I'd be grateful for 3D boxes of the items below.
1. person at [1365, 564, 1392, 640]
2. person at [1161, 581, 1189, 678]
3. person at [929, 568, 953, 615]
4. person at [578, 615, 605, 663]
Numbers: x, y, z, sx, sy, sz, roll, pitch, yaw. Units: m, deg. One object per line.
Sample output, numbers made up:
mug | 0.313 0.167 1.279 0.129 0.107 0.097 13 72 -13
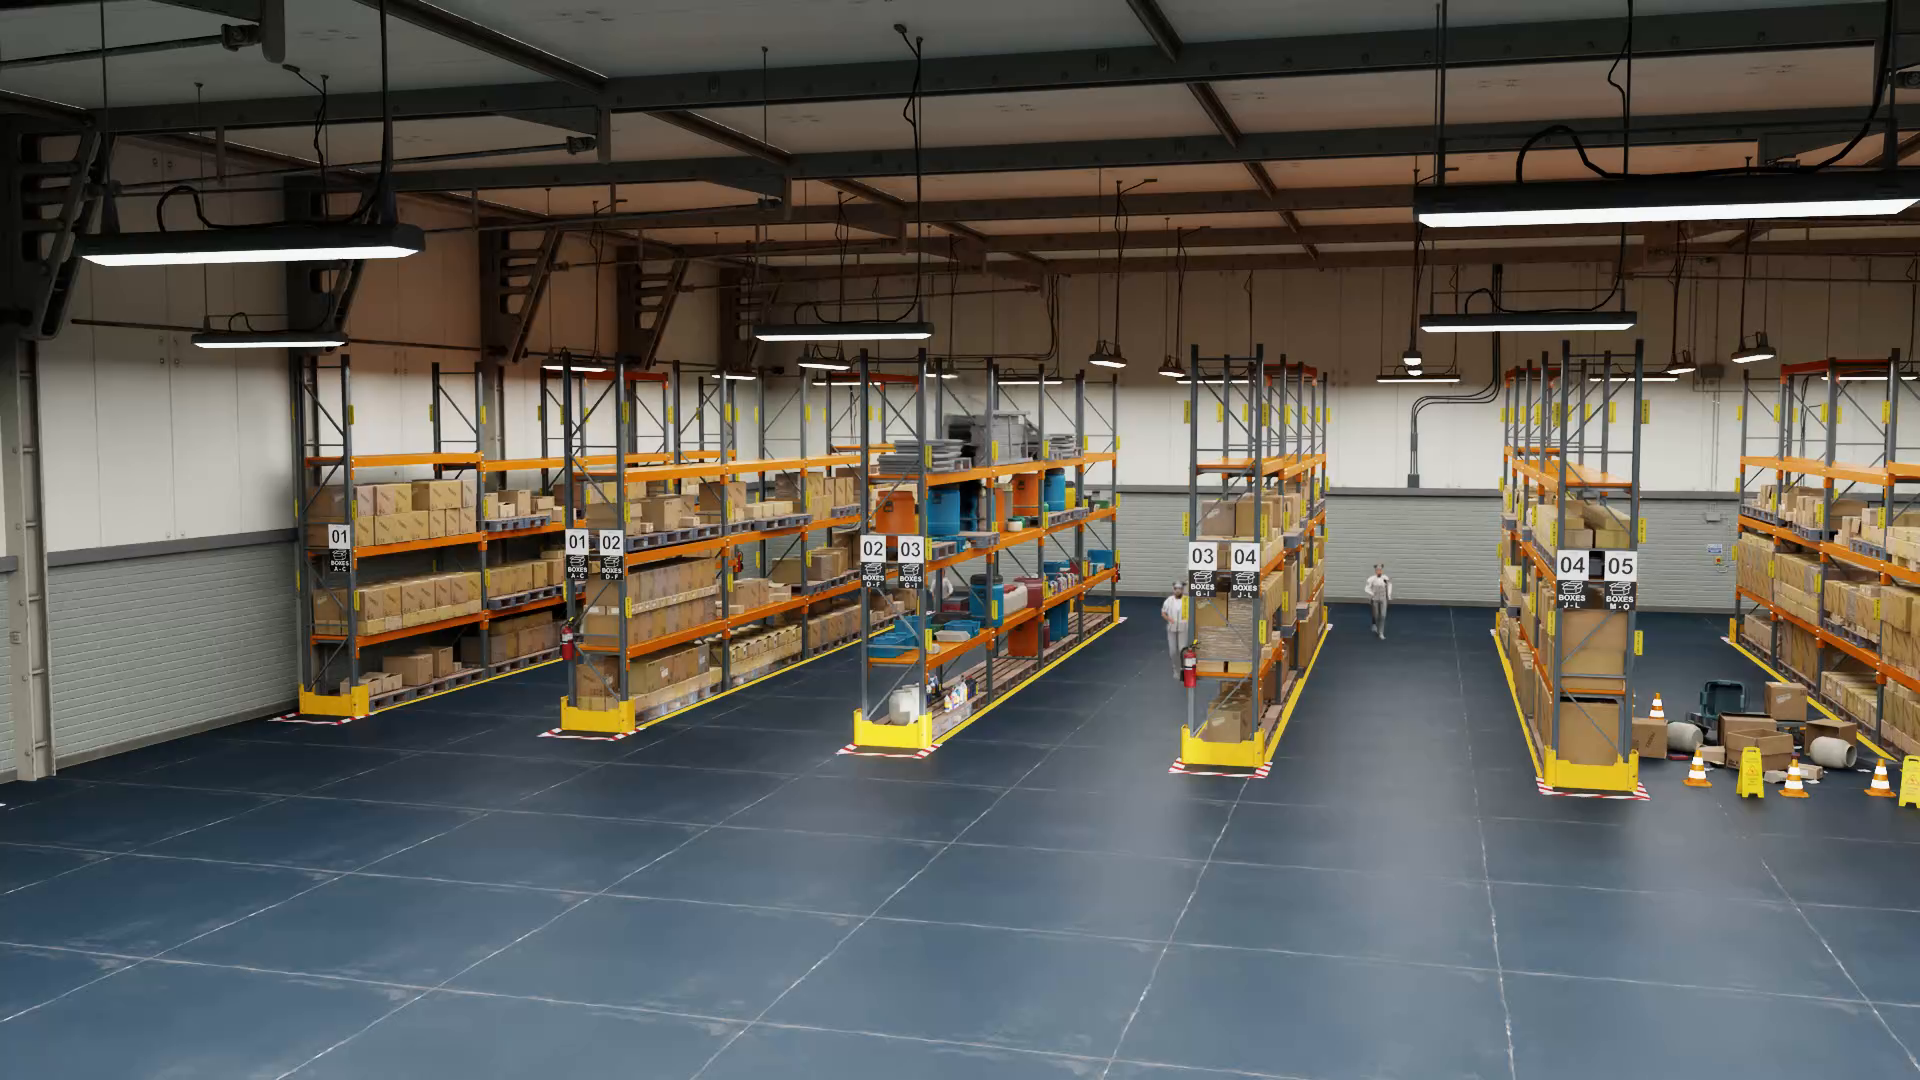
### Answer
person | 9.439 1.363 37.495 0.608 1.693 0.880 1 4 8
person | 3.919 1.615 29.794 0.652 1.779 0.602 1 4 15
person | -0.439 1.398 37.712 0.531 1.552 0.555 1 4 7
person | -6.738 1.867 30.546 0.624 1.669 0.875 1 4 10
